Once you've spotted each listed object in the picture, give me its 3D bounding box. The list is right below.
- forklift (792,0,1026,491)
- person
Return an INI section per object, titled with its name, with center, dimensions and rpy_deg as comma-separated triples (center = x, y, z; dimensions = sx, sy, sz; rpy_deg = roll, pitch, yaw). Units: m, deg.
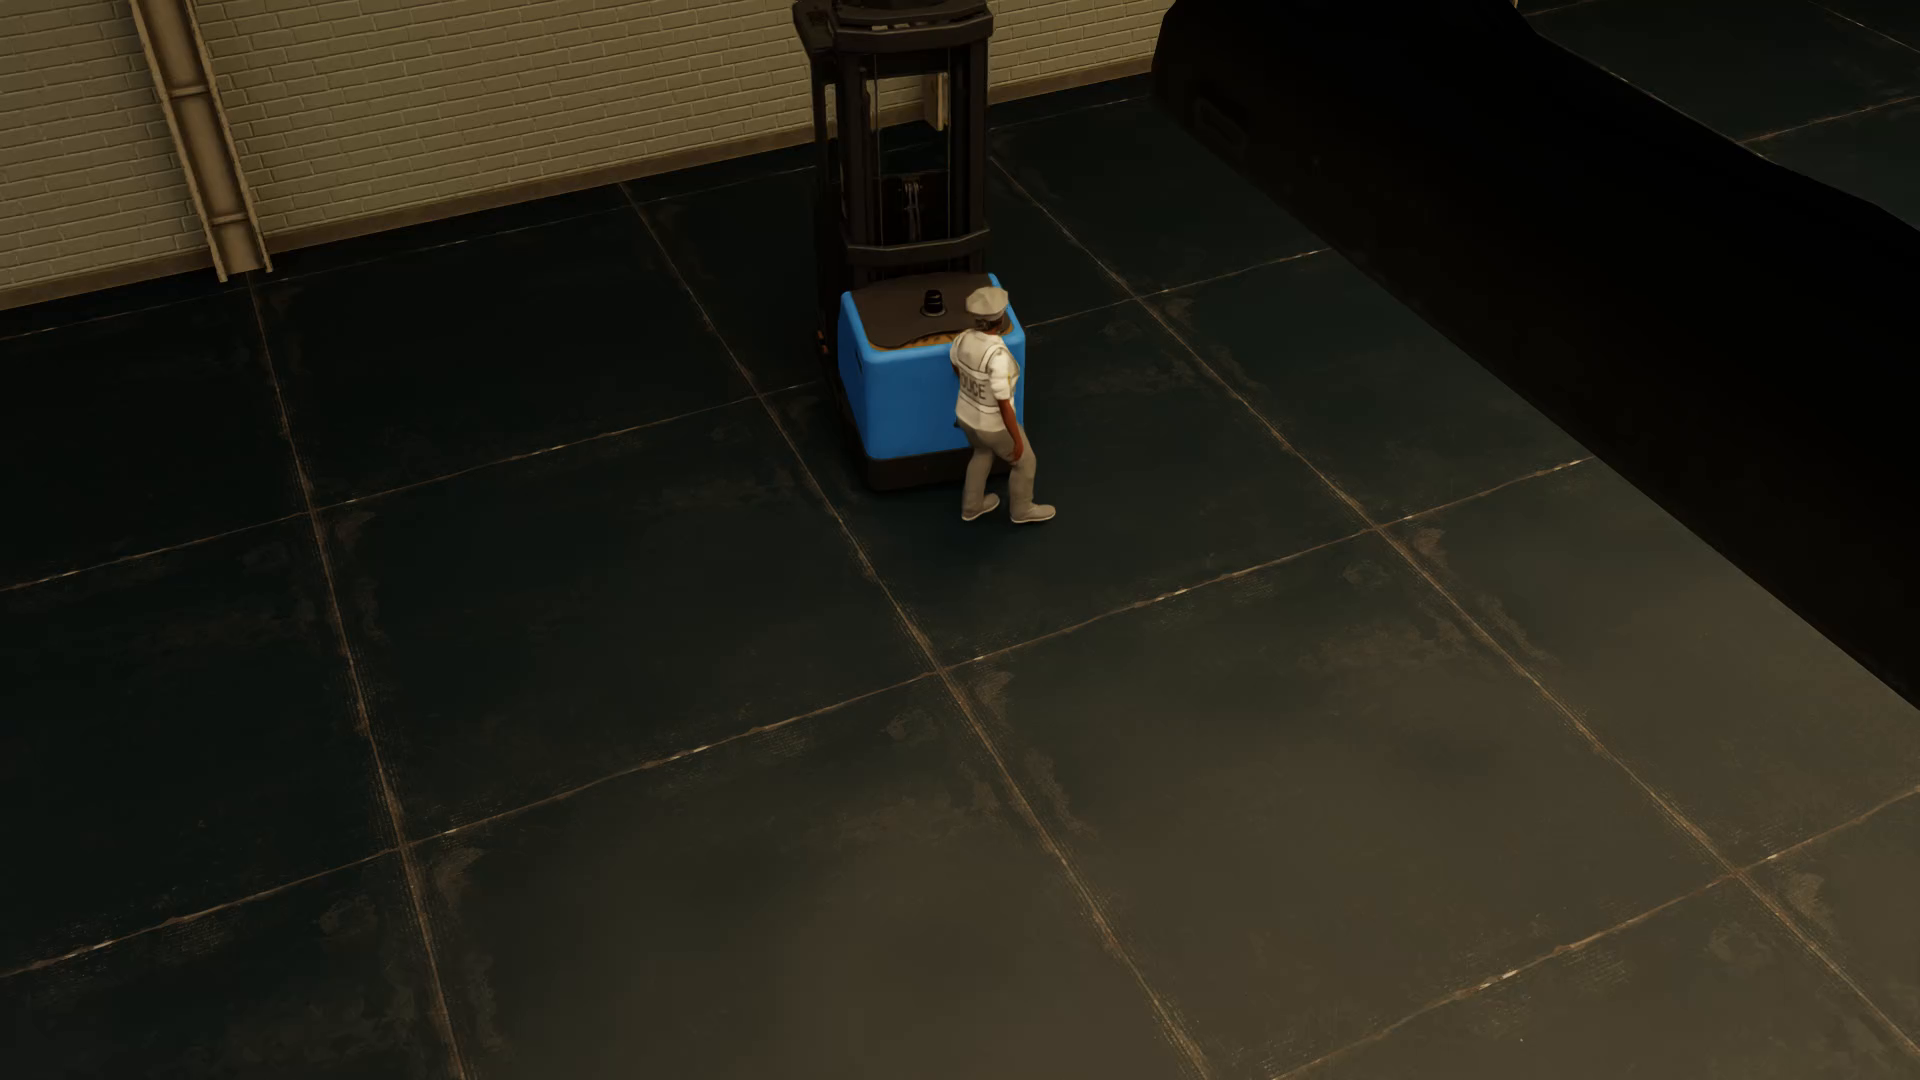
[forklift]
center = -0.428, -2.390, 10.880
dimensions = 1.130, 2.935, 3.031
rpy_deg = -9, 41, -10
[person]
center = 0.252, -0.775, 9.968
dimensions = 0.575, 1.615, 0.675
rpy_deg = -27, 47, -29
